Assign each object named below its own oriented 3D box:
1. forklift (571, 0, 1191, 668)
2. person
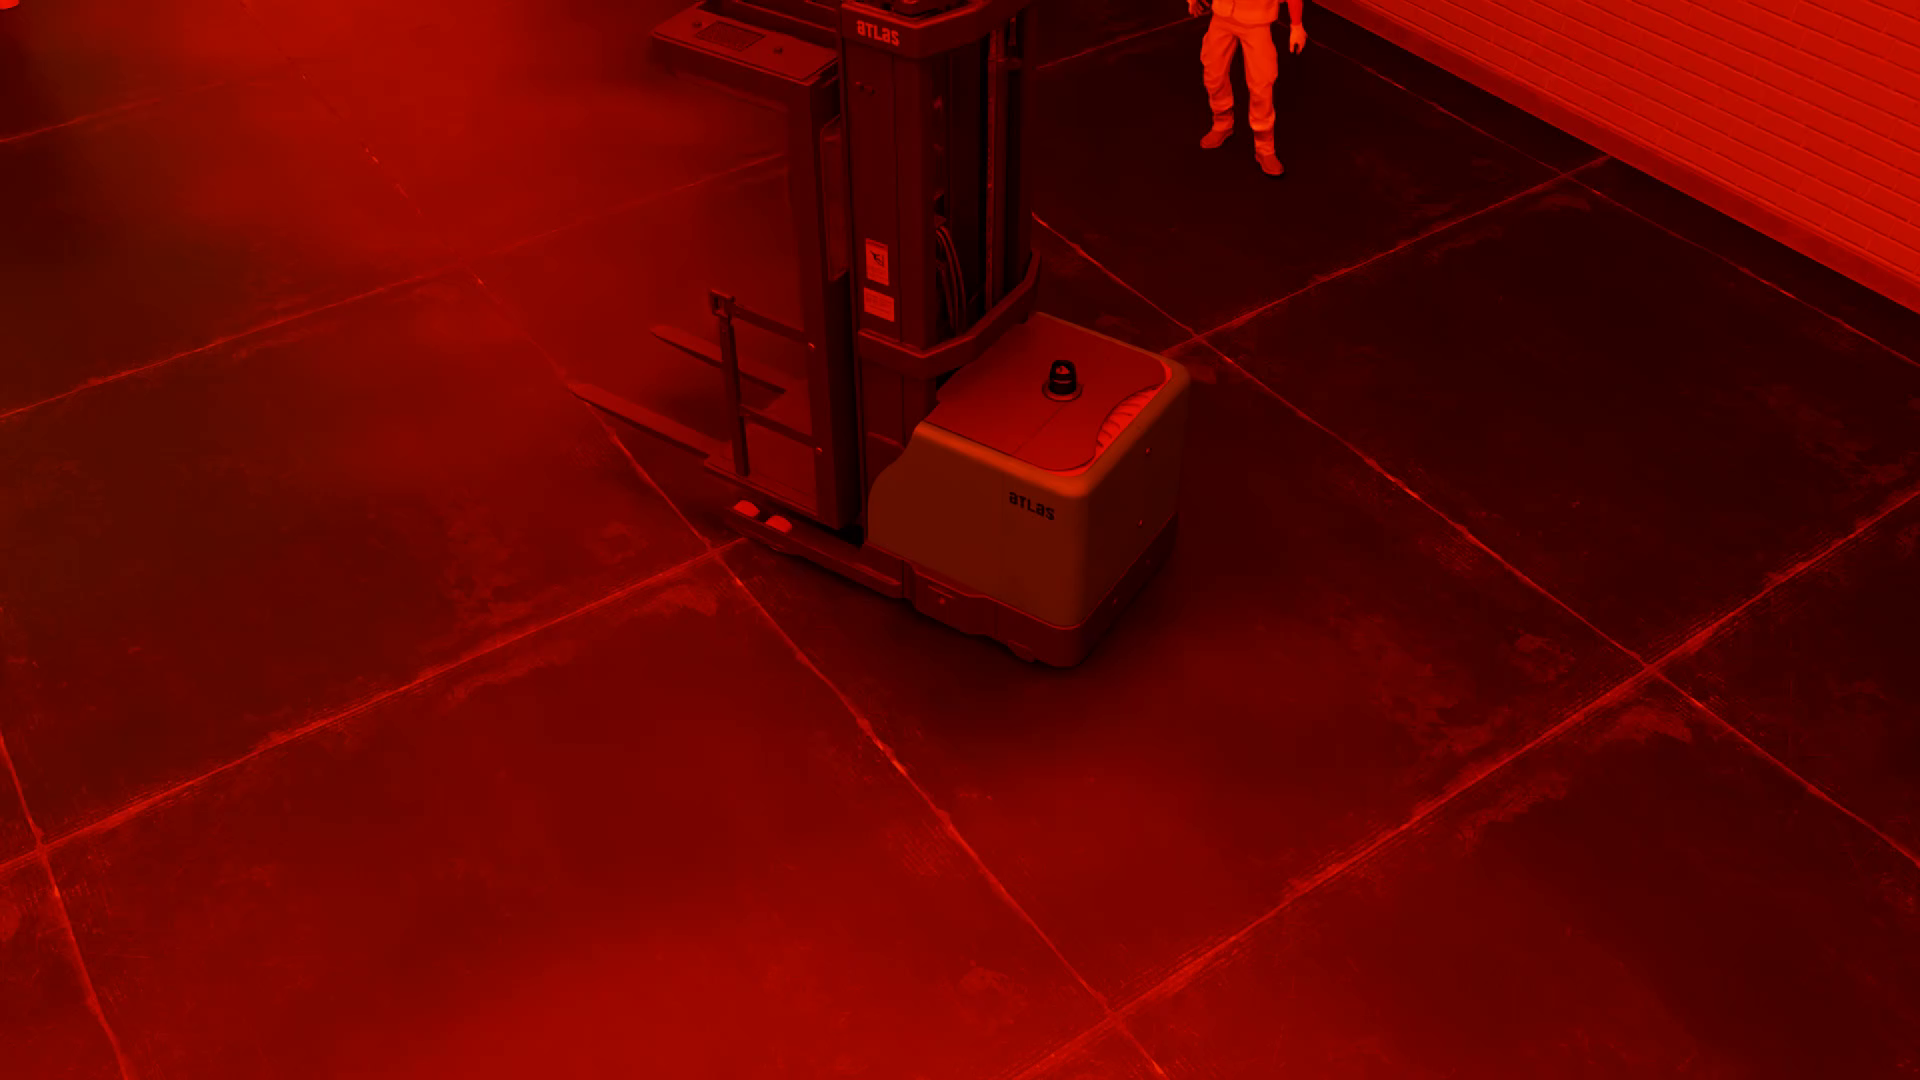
[{"bbox_3d":[-0.511,-1.302,7.129,3.031,2.935,1.130,24,48,24],"label":"forklift"},{"bbox_3d":[1.700,-3.107,9.972,0.877,1.747,0.452,28,49,27],"label":"person"}]
